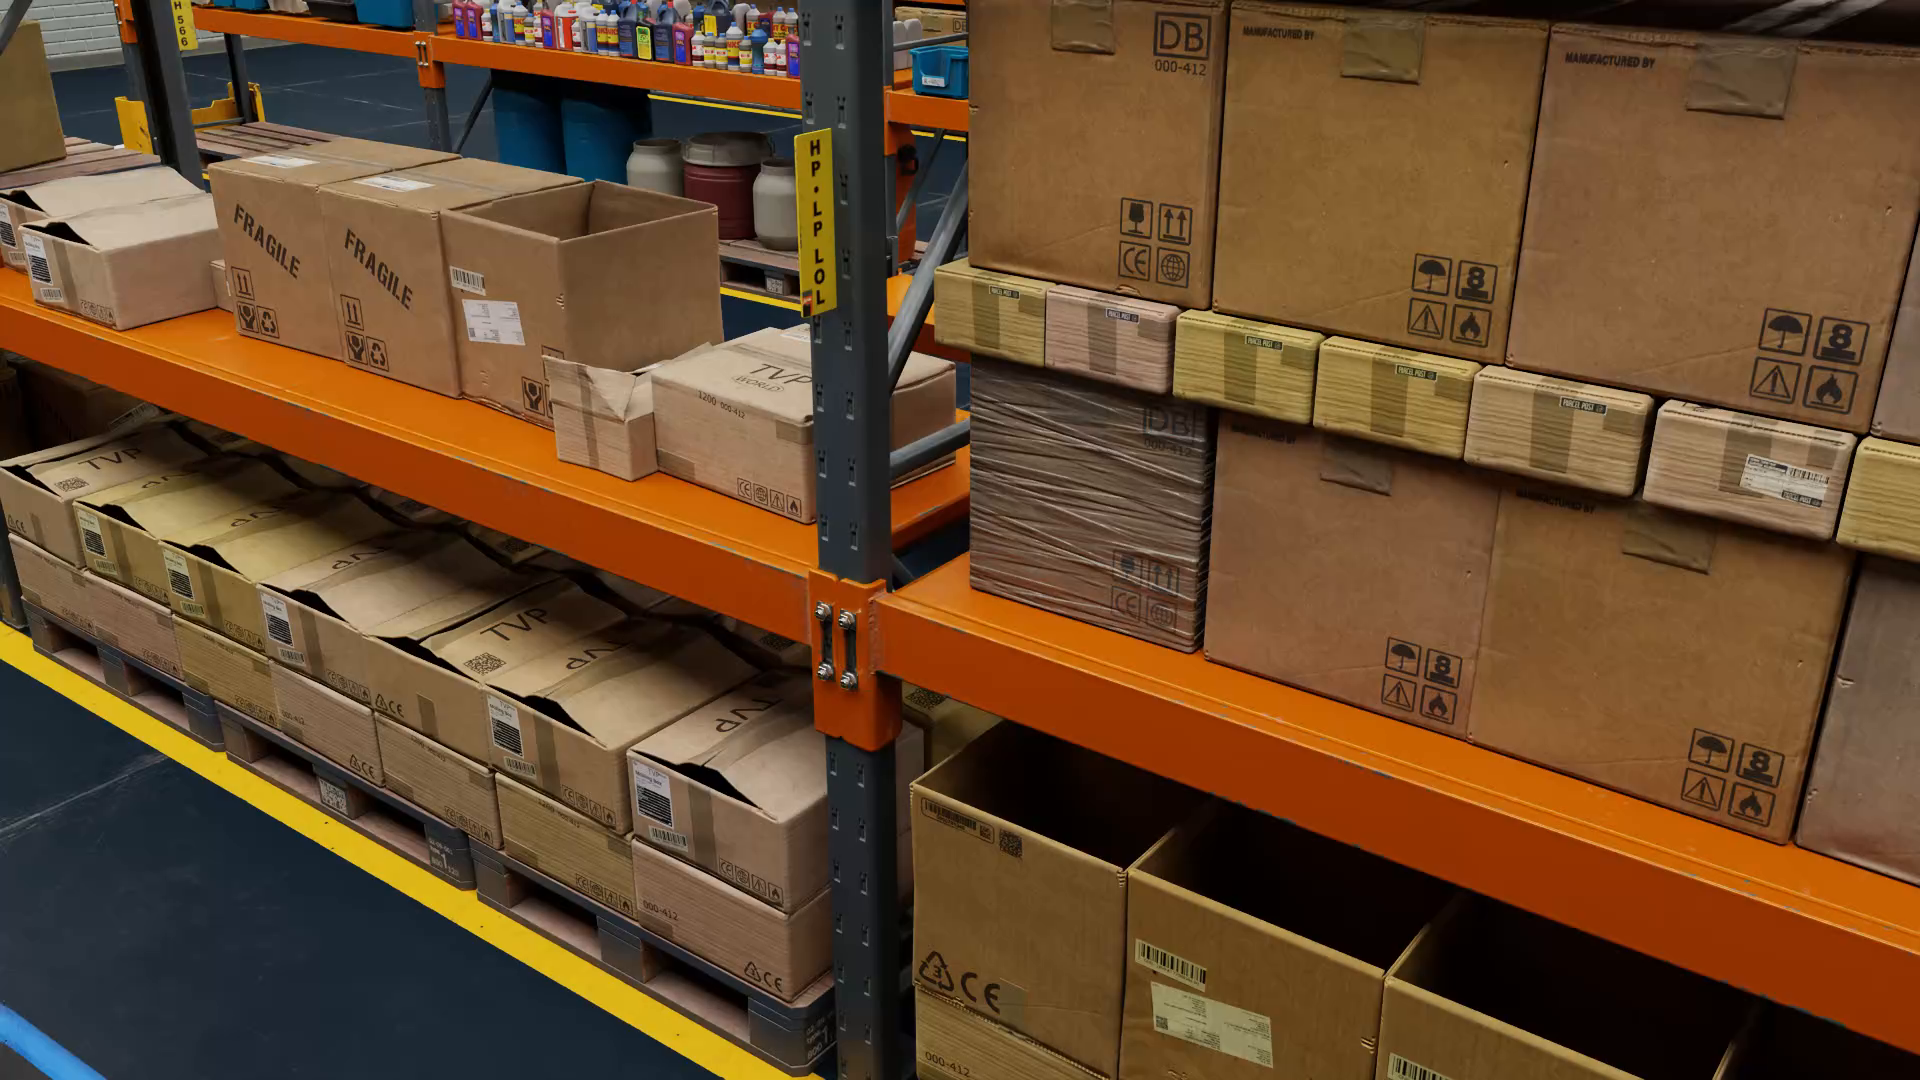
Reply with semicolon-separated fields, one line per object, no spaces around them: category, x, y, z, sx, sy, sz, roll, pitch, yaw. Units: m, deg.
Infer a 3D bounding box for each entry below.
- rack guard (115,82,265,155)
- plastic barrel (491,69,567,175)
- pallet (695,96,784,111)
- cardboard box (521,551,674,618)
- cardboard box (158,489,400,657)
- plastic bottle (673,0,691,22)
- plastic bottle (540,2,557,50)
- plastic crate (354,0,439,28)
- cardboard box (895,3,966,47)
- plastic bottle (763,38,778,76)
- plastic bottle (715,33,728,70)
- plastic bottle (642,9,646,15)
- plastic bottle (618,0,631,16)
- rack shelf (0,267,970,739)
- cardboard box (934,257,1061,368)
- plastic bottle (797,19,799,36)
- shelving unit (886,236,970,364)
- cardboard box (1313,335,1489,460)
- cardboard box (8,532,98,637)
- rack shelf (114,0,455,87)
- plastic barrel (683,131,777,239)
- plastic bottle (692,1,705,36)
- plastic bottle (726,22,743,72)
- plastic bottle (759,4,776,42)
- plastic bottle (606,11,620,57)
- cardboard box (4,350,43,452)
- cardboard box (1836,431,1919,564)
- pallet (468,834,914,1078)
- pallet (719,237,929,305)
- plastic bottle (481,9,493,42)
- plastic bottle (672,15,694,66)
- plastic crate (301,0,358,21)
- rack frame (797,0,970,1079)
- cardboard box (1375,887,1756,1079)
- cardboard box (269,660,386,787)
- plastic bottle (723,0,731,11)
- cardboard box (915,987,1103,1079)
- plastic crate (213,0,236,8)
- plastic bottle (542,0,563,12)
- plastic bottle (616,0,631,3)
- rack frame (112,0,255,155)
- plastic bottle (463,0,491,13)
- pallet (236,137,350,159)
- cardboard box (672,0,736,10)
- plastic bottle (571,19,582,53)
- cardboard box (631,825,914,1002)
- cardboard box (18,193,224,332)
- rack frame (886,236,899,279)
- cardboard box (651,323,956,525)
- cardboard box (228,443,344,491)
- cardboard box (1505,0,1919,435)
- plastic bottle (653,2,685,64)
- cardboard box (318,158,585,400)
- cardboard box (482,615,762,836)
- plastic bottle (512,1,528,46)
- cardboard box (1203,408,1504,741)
rack guard;-6.593;-3.606;14.313;0.348;0.500;1.175;17;29;33
plastic barrel;-2.940;-2.875;11.638;0.708;0.901;0.600;17;29;33
pallet;-1.937;-4.606;16.943;1.213;0.211;1.003;17;29;33
cardboard box;-0.931;0.133;4.922;0.500;0.311;0.500;16;28;32
cardboard box;-2.063;0.063;5.080;0.500;0.311;0.500;16;28;32
plastic bottle;-1.867;-3.434;10.977;0.135;0.276;0.152;17;29;33
plastic bottle;-2.617;-3.286;10.633;0.133;0.283;0.061;17;29;33
plastic crate;-3.943;-3.804;11.608;0.575;0.384;0.392;17;29;33
cardboard box;0.130;-4.450;15.244;0.875;0.875;1.225;17;29;33
plastic bottle;-1.088;-2.796;9.621;0.097;0.201;0.097;0;24;0
plastic bottle;-1.399;-2.890;9.835;0.097;0.201;0.097;0;24;0
plastic bottle;-1.978;-3.169;10.383;0.097;0.271;0.097;0;24;0
plastic bottle;-2.220;-3.476;11.078;0.097;0.271;0.097;0;24;0
rack shelf;-1.538;-0.403;4.837;4.000;0.370;1.077;17;29;33
cardboard box;0.162;-0.464;3.154;0.250;0.149;0.380;17;29;33
plastic bottle;-0.951;-3.184;10.400;0.133;0.283;0.061;17;29;33
shelving unit;-0.005;-0.516;6.527;1.048;1.125;0.538;17;29;33
cardboard box;0.781;-0.278;2.733;0.250;0.149;0.380;17;29;33
cardboard box;-2.895;0.071;5.757;0.500;0.250;0.500;17;29;33
rack shelf;-4.965;-3.935;12.853;4.000;0.370;1.077;17;29;33
plastic barrel;-1.470;-2.288;10.692;0.708;0.588;0.600;17;29;33
plastic bottle;-1.687;-3.361;10.817;0.097;0.271;0.097;0;24;0
plastic bottle;-1.321;-2.898;9.767;0.097;0.271;0.097;0;24;0
plastic bottle;-1.214;-3.263;10.580;0.133;0.283;0.061;17;29;33
plastic bottle;-2.142;-3.146;10.331;0.097;0.271;0.097;0;24;0
cardboard box;-3.753;-0.601;6.947;0.500;0.500;0.500;16;28;31
cardboard box;1.403;-0.090;2.307;0.250;0.149;0.380;17;29;33
pallet;-0.550;0.862;4.532;1.213;0.211;1.003;17;29;33
pallet;-0.820;-1.714;10.379;1.213;0.211;1.003;17;29;33
plastic bottle;-3.118;-3.409;11.013;0.097;0.201;0.097;0;24;0
plastic bottle;-1.658;-2.996;9.975;0.133;0.283;0.061;17;29;33
plastic crate;-4.422;-3.866;12.071;0.590;0.125;0.437;17;29;33
rack frame;0.063;-0.249;3.594;0.127;3.000;1.000;17;29;33
cardboard box;1.046;0.929;2.880;0.500;0.500;0.500;17;29;33
cardboard box;-1.663;0.441;4.919;0.500;0.250;0.500;18;29;34
plastic bottle;-1.552;-3.375;10.751;0.185;0.351;0.144;17;29;33
cardboard box;0.252;1.027;3.588;0.500;0.250;0.500;17;29;33
plastic crate;-5.512;-4.214;12.728;0.300;0.233;0.416;17;29;33
plastic bottle;-2.856;-3.733;11.656;0.135;0.276;0.152;17;29;33
plastic bottle;-2.285;-3.597;11.254;0.185;0.351;0.144;17;29;33
rack frame;-6.566;-4.748;13.806;0.127;3.000;1.000;17;29;33
plastic bottle;-3.245;-3.559;11.167;0.185;0.351;0.144;17;29;33
pallet;-4.957;-2.965;13.217;1.213;0.211;1.003;17;29;33
cardboard box;-2.307;-5.217;16.984;0.875;0.875;0.875;17;29;33
plastic bottle;-2.406;-3.194;10.525;0.097;0.201;0.097;0;24;0
cardboard box;-0.443;0.811;4.079;0.500;0.250;0.500;16;29;33
cardboard box;-2.539;-0.897;5.175;0.500;0.311;0.500;16;29;33
rack frame;-0.412;-0.639;6.806;0.032;1.125;0.500;17;29;33
cardboard box;-0.357;-0.285;3.863;0.500;0.250;0.500;19;30;36
cardboard box;-2.151;-0.236;5.759;0.500;0.311;0.500;16;29;33
cardboard box;1.227;-0.540;2.522;0.500;0.500;0.700;17;29;33
plastic bottle;-1.761;-3.079;10.080;0.185;0.351;0.144;17;29;33
cardboard box;-1.364;-0.734;4.572;0.500;0.500;0.500;17;29;33
cardboard box;-0.853;0.431;4.244;0.500;0.311;0.500;18;29;35
plastic bottle;-2.854;-3.361;10.819;0.097;0.271;0.097;0;24;0
cardboard box;0.847;-0.064;3.051;0.500;0.500;0.700;16;29;33
